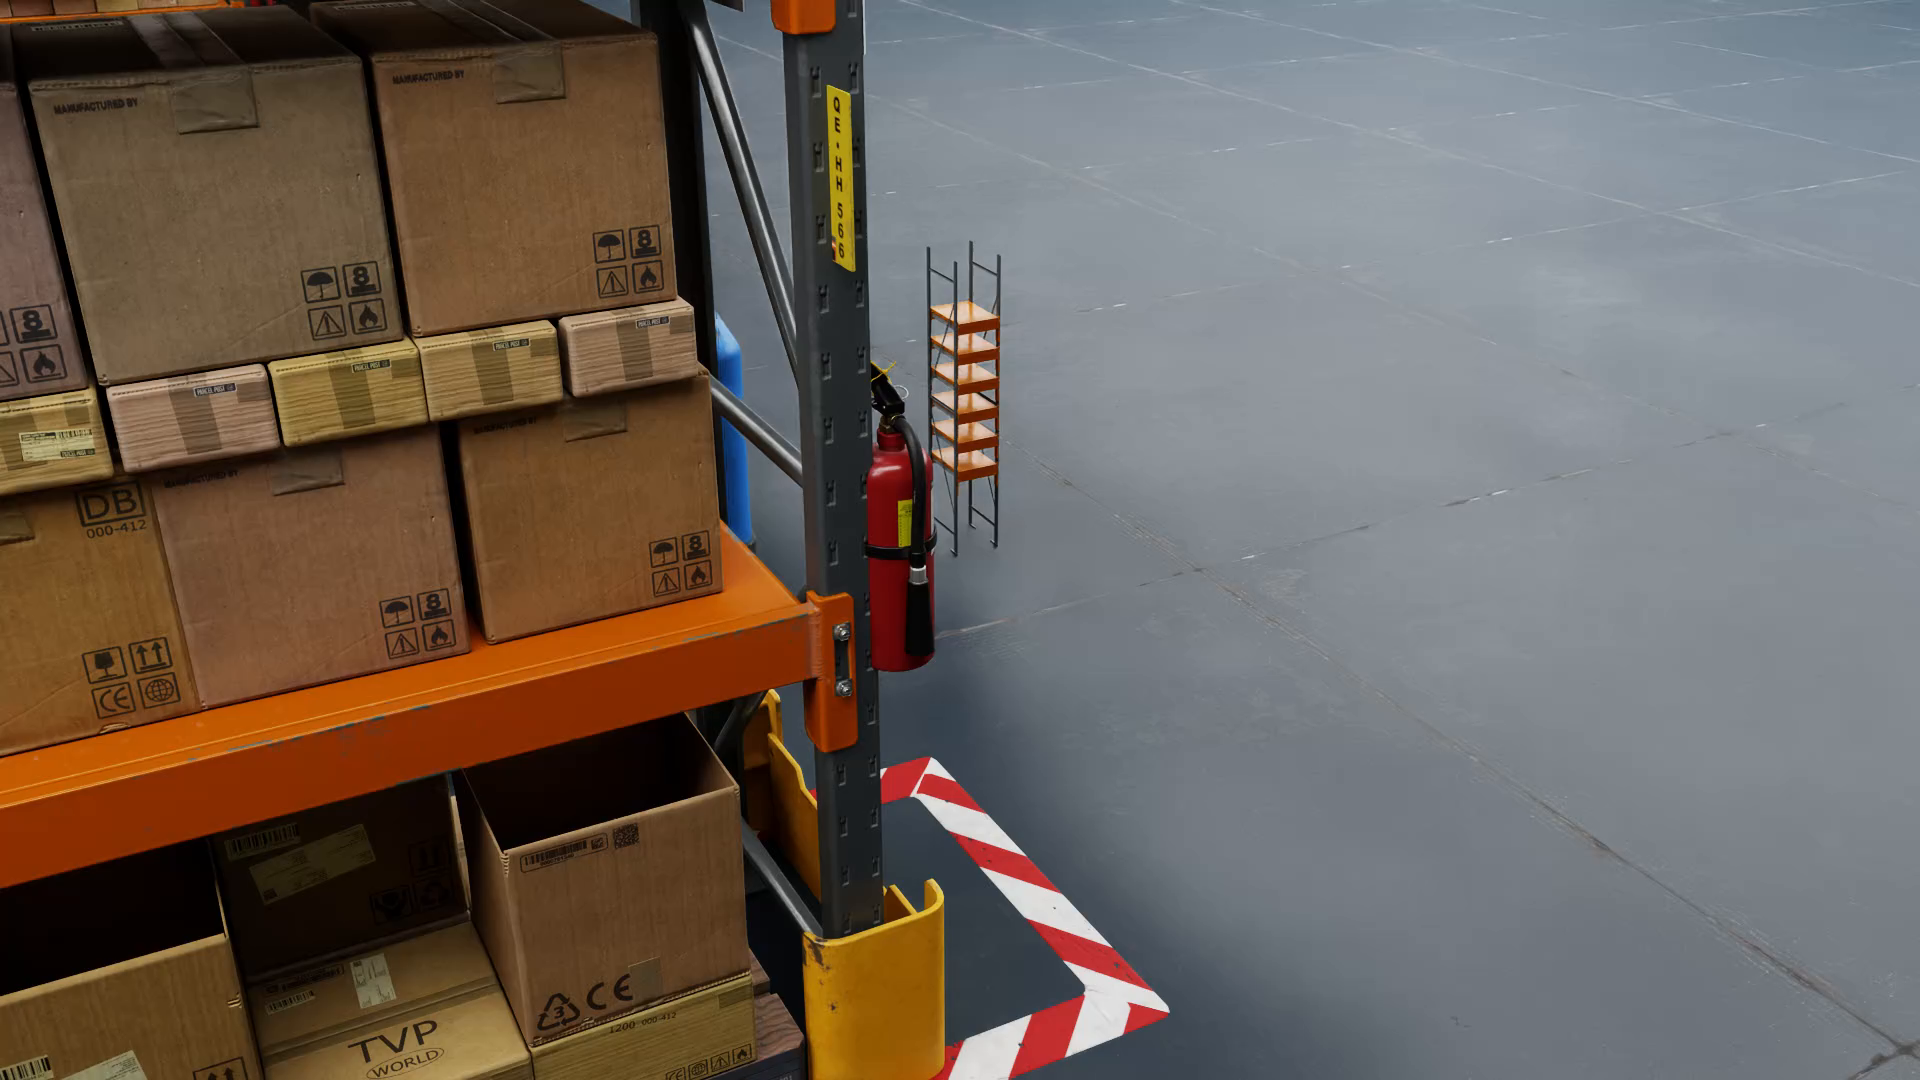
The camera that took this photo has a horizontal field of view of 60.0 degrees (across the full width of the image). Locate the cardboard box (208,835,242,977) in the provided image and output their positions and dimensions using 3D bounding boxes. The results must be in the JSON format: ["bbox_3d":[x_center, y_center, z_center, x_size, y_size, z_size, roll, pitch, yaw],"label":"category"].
[{"bbox_3d":[-1.916,0.704,3.644,0.500,0.500,0.500,-13,29,-25],"label":"cardboard box"}]

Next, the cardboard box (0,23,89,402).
[{"bbox_3d":[-1.833,-0.559,2.834,0.500,0.500,0.700,-13,28,-25],"label":"cardboard box"}]

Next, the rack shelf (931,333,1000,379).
[{"bbox_3d":[0.013,-0.720,6.412,0.180,0.103,0.258,-13,29,-25],"label":"rack shelf"}]

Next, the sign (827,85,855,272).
[{"bbox_3d":[-0.219,-0.661,3.049,0.005,0.325,0.100,-13,29,-25],"label":"sign"}]

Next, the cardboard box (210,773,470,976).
[{"bbox_3d":[-1.480,0.597,3.867,0.500,0.500,0.500,-13,29,-25],"label":"cardboard box"}]

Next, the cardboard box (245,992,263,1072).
[{"bbox_3d":[-1.672,1.239,3.395,0.500,0.250,0.500,-13,29,-25],"label":"cardboard box"}]

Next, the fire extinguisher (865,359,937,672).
[{"bbox_3d":[-0.139,-0.054,3.486,0.183,0.674,0.296,-13,29,-25],"label":"fire extinguisher"}]

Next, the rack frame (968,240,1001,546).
[{"bbox_3d":[0.093,-0.562,6.535,0.006,1.200,0.240,-13,29,-25],"label":"rack frame"}]

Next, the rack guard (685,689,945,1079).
[{"bbox_3d":[-0.441,0.880,4.340,0.348,0.500,1.175,-13,29,-25],"label":"rack guard"}]

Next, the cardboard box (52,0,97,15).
[{"bbox_3d":[-5.920,-3.610,11.093,0.250,0.149,0.380,-13,29,-25],"label":"cardboard box"}]

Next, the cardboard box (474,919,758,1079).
[{"bbox_3d":[-0.796,1.030,3.831,0.500,0.250,0.500,-13,29,-25],"label":"cardboard box"}]

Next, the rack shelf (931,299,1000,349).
[{"bbox_3d":[0.013,-0.828,6.360,0.180,0.103,0.258,-13,29,-25],"label":"rack shelf"}]

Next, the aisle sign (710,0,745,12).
[{"bbox_3d":[-0.548,-1.544,3.498,0.004,0.787,0.394,-13,29,-25],"label":"aisle sign"}]

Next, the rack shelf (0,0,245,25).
[{"bbox_3d":[-6.885,-3.295,10.978,4.000,0.370,1.077,-13,29,-25],"label":"rack shelf"}]

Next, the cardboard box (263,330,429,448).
[{"bbox_3d":[-1.166,-0.323,3.092,0.250,0.149,0.380,-13,29,-26],"label":"cardboard box"}]

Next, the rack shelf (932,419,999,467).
[{"bbox_3d":[0.013,-0.396,6.568,0.180,0.103,0.258,-13,29,-25],"label":"rack shelf"}]

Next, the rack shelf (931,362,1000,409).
[{"bbox_3d":[0.013,-0.612,6.464,0.180,0.103,0.258,-13,29,-25],"label":"rack shelf"}]

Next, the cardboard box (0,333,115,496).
[{"bbox_3d":[-1.620,-0.219,2.876,0.250,0.149,0.380,-12,28,-24],"label":"cardboard box"}]

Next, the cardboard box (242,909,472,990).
[{"bbox_3d":[-1.480,0.936,4.028,0.500,0.250,0.500,-13,29,-25],"label":"cardboard box"}]

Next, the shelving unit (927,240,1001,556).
[{"bbox_3d":[0.013,-0.544,6.496,0.189,1.200,0.258,-13,29,-25],"label":"shelving unit"}]

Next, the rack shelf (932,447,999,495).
[{"bbox_3d":[0.013,-0.287,6.620,0.180,0.103,0.258,-13,29,-25],"label":"rack shelf"}]

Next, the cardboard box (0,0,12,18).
[{"bbox_3d":[-6.370,-3.515,10.896,0.250,0.149,0.380,-13,29,-25],"label":"cardboard box"}]

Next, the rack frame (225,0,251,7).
[{"bbox_3d":[-5.121,-4.026,11.670,0.127,3.000,1.000,-13,29,-25],"label":"rack frame"}]

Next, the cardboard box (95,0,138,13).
[{"bbox_3d":[-5.692,-3.655,11.187,0.250,0.149,0.380,-13,29,-25],"label":"cardboard box"}]

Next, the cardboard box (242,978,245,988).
[{"bbox_3d":[-1.921,1.037,3.816,0.500,0.250,0.500,-13,29,-25],"label":"cardboard box"}]

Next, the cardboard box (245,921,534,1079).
[{"bbox_3d":[-1.232,1.136,3.609,0.500,0.250,0.500,-13,29,-25],"label":"cardboard box"}]

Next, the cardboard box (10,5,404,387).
[{"bbox_3d":[-1.388,-0.662,3.049,0.500,0.500,0.700,-14,29,-26],"label":"cardboard box"}]

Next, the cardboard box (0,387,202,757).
[{"bbox_3d":[-1.782,0.011,3.147,0.500,0.500,0.700,-13,28,-25],"label":"cardboard box"}]

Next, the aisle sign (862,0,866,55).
[{"bbox_3d":[-0.266,-1.315,3.020,0.004,0.787,0.394,-13,29,-25],"label":"aisle sign"}]

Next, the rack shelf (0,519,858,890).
[{"bbox_3d":[-2.227,0.489,3.096,4.000,0.370,1.077,-13,29,-25],"label":"rack shelf"}]

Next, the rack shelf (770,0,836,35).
[{"bbox_3d":[-2.227,-0.863,2.447,4.000,0.370,1.077,-13,29,-25],"label":"rack shelf"}]

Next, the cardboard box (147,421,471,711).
[{"bbox_3d":[-1.341,-0.088,3.353,0.500,0.500,0.700,-12,28,-24],"label":"cardboard box"}]

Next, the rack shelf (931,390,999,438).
[{"bbox_3d":[0.013,-0.504,6.516,0.180,0.103,0.258,-13,29,-25],"label":"rack shelf"}]

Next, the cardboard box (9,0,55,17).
[{"bbox_3d":[-6.160,-3.575,11.020,0.250,0.149,0.380,-13,29,-25],"label":"cardboard box"}]

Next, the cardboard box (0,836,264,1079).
[{"bbox_3d":[-1.671,0.902,3.231,0.500,0.500,0.500,-13,29,-25],"label":"cardboard box"}]

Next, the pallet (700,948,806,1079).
[{"bbox_3d":[-1.117,1.187,4.035,1.213,0.211,1.003,-13,29,-25],"label":"pallet"}]

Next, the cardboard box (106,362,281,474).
[{"bbox_3d":[-1.389,-0.273,2.987,0.250,0.149,0.380,-13,28,-24],"label":"cardboard box"}]

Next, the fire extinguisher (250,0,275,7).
[{"bbox_3d":[-4.803,-3.839,11.369,0.183,0.674,0.296,-13,29,-25],"label":"fire extinguisher"}]

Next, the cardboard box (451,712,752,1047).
[{"bbox_3d":[-0.795,0.693,3.667,0.500,0.500,0.500,-13,29,-25],"label":"cardboard box"}]

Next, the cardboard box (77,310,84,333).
[{"bbox_3d":[-1.820,-0.371,3.192,0.250,0.149,0.380,-14,29,-27],"label":"cardboard box"}]

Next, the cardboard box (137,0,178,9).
[{"bbox_3d":[-5.496,-3.725,11.334,0.250,0.149,0.380,-13,29,-25],"label":"cardboard box"}]

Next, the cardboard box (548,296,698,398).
[{"bbox_3d":[-0.710,-0.429,3.313,0.250,0.149,0.380,-14,29,-26],"label":"cardboard box"}]

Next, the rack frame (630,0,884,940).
[{"bbox_3d":[-0.462,-0.242,3.789,0.127,3.000,1.000,-13,29,-25],"label":"rack frame"}]

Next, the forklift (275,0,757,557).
[{"bbox_3d":[-2.316,-1.014,5.476,3.031,2.935,1.130,-9,27,-17],"label":"forklift"}]

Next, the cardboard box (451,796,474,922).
[{"bbox_3d":[-1.040,0.832,4.243,0.500,0.250,0.500,-13,29,-25],"label":"cardboard box"}]

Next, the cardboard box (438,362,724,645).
[{"bbox_3d":[-0.880,-0.197,3.579,0.500,0.500,0.700,-13,29,-25],"label":"cardboard box"}]

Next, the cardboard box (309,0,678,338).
[{"bbox_3d":[-0.927,-0.771,3.276,0.500,0.500,0.700,-13,29,-25],"label":"cardboard box"}]

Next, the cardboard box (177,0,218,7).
[{"bbox_3d":[-5.275,-3.776,11.440,0.250,0.149,0.380,-13,29,-25],"label":"cardboard box"}]

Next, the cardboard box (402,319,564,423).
[{"bbox_3d":[-0.940,-0.375,3.201,0.250,0.149,0.380,-12,28,-24],"label":"cardboard box"}]

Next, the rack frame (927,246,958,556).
[{"bbox_3d":[-0.068,-0.525,6.458,0.006,1.200,0.240,-13,29,-25],"label":"rack frame"}]
